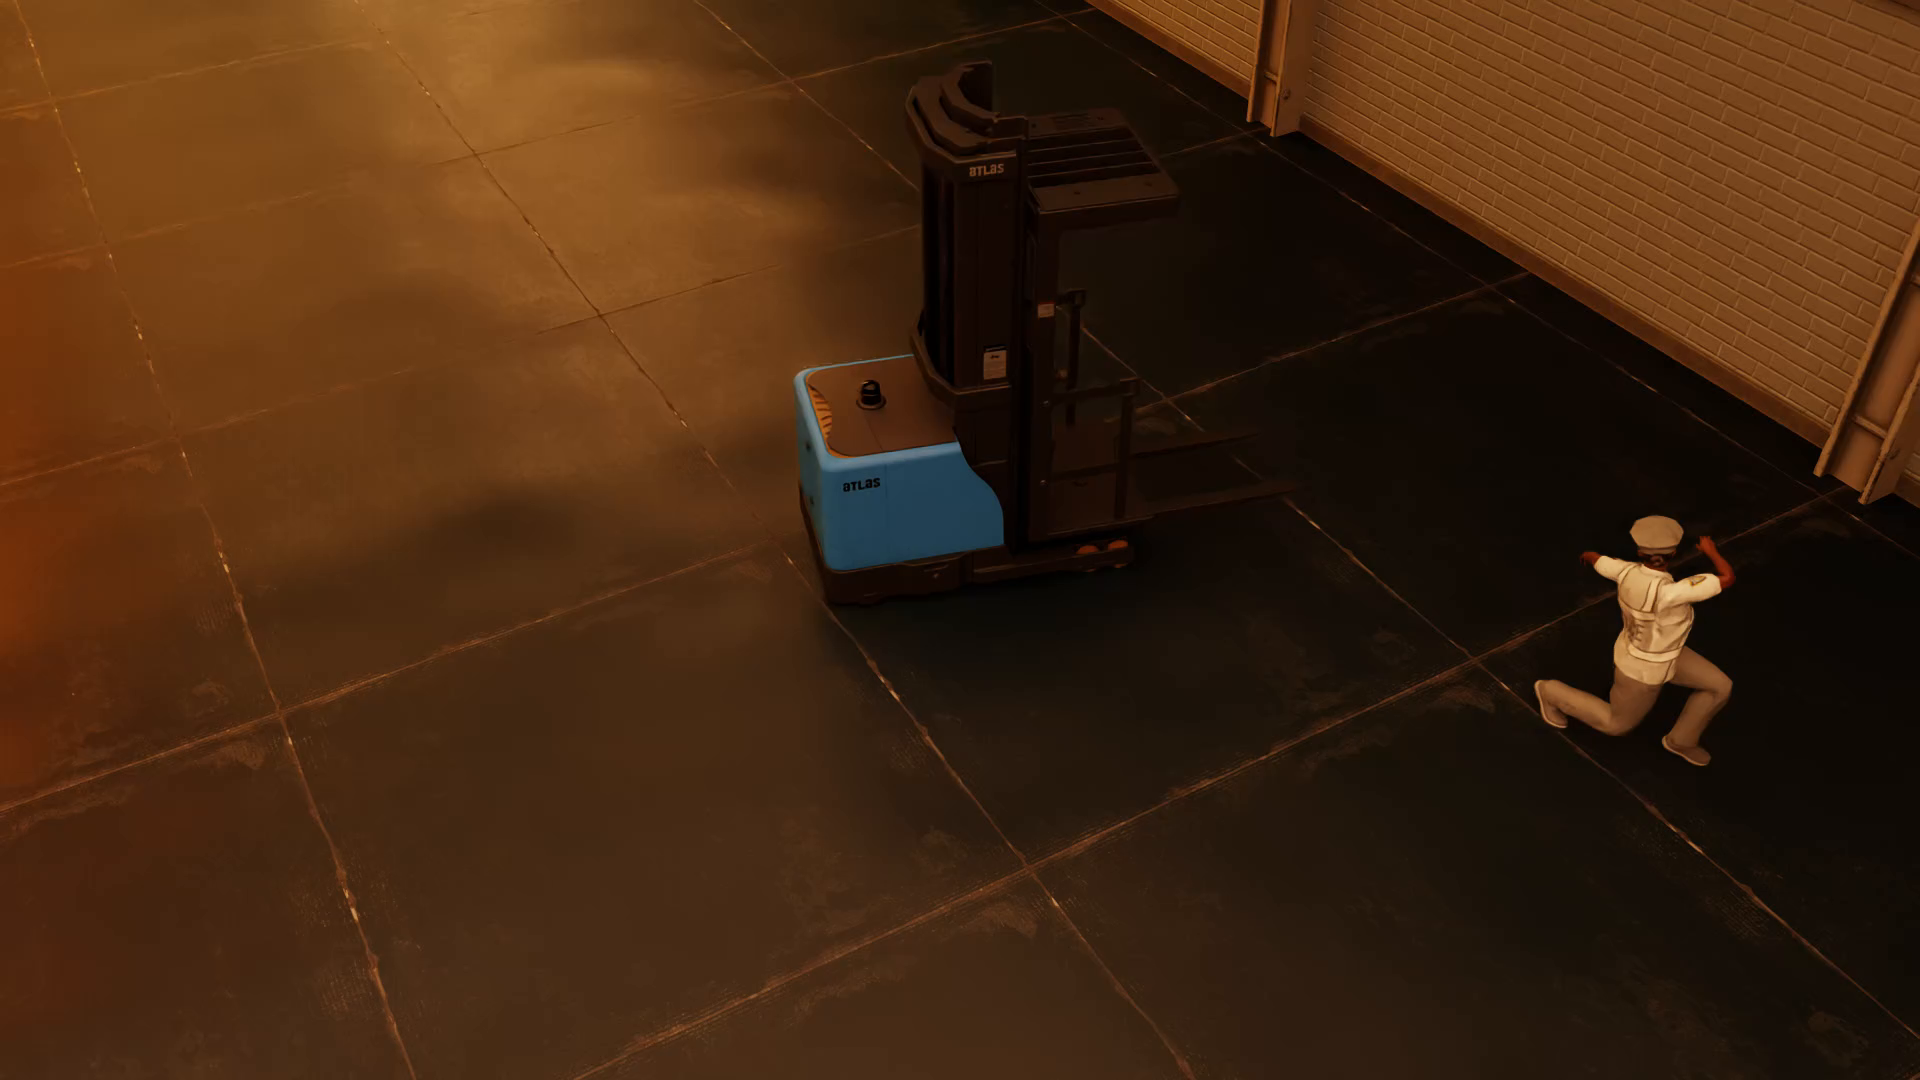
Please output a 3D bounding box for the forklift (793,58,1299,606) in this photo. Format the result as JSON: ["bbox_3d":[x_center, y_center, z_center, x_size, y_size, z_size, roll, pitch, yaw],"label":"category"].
[{"bbox_3d":[0.569,-1.249,9.542,3.031,2.935,1.130,-9,41,-11],"label":"forklift"}]

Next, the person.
[{"bbox_3d":[3.631,0.436,8.739,0.953,1.386,0.853,12,41,14],"label":"person"}]
